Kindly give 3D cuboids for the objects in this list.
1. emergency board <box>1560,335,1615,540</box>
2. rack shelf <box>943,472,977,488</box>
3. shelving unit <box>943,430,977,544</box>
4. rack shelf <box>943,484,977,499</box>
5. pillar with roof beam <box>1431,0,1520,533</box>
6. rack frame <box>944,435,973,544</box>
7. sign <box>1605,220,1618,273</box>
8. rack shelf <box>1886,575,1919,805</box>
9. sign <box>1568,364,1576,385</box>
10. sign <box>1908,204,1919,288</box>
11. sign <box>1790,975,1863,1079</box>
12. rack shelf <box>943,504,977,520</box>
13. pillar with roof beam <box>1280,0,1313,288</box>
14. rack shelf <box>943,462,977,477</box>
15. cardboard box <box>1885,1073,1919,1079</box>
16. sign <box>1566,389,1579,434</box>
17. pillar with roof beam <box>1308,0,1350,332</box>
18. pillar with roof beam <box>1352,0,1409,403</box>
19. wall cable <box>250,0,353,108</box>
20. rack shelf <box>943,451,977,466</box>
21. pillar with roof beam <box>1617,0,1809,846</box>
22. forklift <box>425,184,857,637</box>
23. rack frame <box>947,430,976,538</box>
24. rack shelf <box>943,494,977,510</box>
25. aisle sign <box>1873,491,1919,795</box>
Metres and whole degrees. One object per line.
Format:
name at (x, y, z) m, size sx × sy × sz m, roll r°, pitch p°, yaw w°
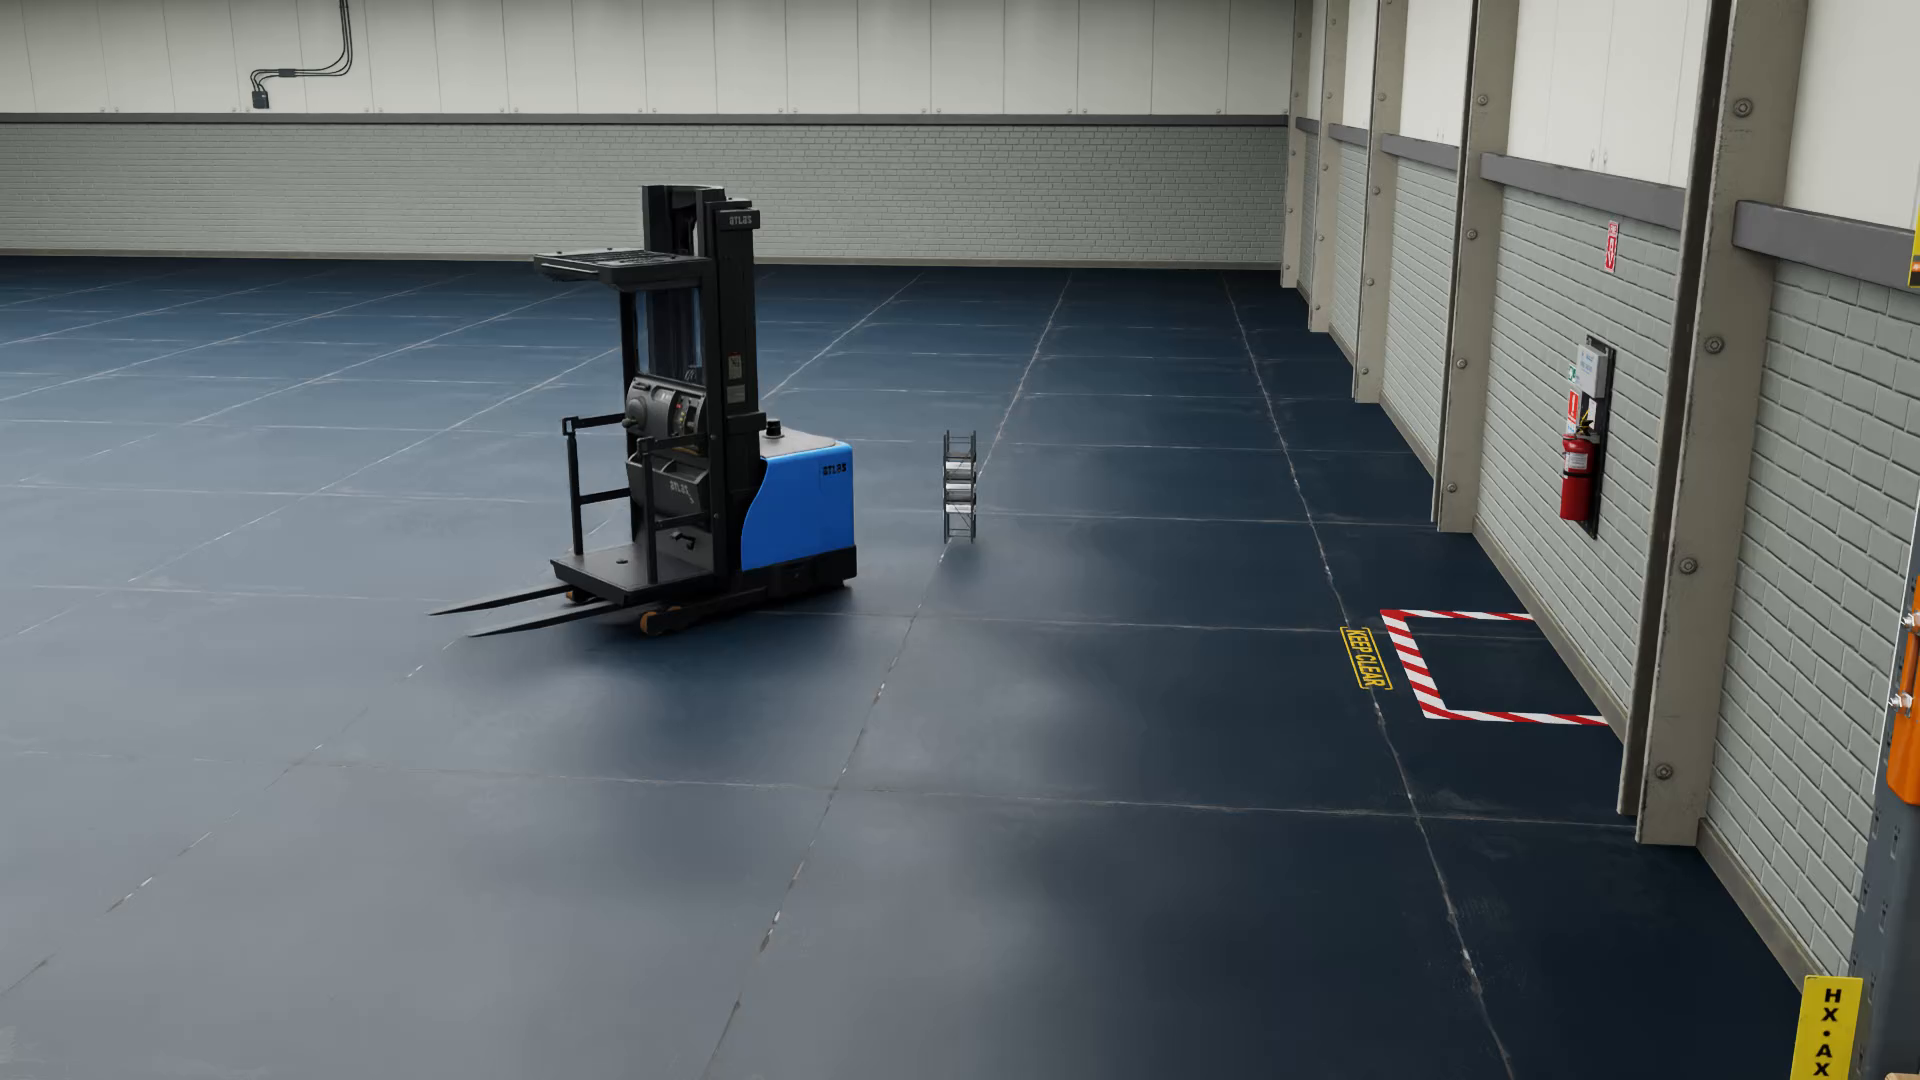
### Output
emergency board at (3.819, -0.647, 10.308) m, size 0.194 × 1.169 × 0.643 m, roll 2°, pitch 15°, yaw 6°
rack shelf at (-0.001, -0.487, 13.522) m, size 0.258 × 0.077 × 0.200 m, roll 2°, pitch 15°, yaw 6°
shelving unit at (-0.001, -0.432, 13.537) m, size 0.258 × 0.900 × 0.210 m, roll 2°, pitch 15°, yaw 6°
rack shelf at (-0.001, -0.400, 13.546) m, size 0.258 × 0.077 × 0.200 m, roll 2°, pitch 15°, yaw 6°
pillar with roof beam at (-0.098, -4.586, 13.382) m, size 9.100 × 9.000 × 0.400 m, roll 2°, pitch 15°, yaw 6°
rack frame at (-0.012, -0.406, 13.439) m, size 0.240 × 0.900 × 0.006 m, roll 2°, pitch 15°, yaw 6°
sign at (3.919, -1.765, 10.002) m, size 0.001 × 0.298 × 0.199 m, roll 2°, pitch 15°, yaw 6°
rack shelf at (1.819, 0.760, 0.736) m, size 1.077 × 0.370 × 4.000 m, roll 2°, pitch 15°, yaw 6°
sign at (3.974, -1.059, 10.750) m, size 0.001 × 0.109 × 0.331 m, roll 2°, pitch 15°, yaw 6°
sign at (1.505, -0.544, 2.506) m, size 0.100 × 0.325 × 0.005 m, roll 2°, pitch 15°, yaw 6°
sign at (1.505, 0.908, 2.898) m, size 0.100 × 0.325 × 0.005 m, roll 2°, pitch 15°, yaw 6°
rack shelf at (-0.001, -0.226, 13.592) m, size 0.258 × 0.077 × 0.200 m, roll 2°, pitch 15°, yaw 6°
pillar with roof beam at (1.933, -9.254, 30.647) m, size 9.100 × 9.000 × 0.400 m, roll 2°, pitch 15°, yaw 6°
rack shelf at (-0.001, -0.574, 13.499) m, size 0.258 × 0.077 × 0.200 m, roll 2°, pitch 15°, yaw 6°
cardboard box at (1.692, 1.158, 2.446) m, size 0.500 × 0.500 × 0.500 m, roll 2°, pitch 15°, yaw 6°
sign at (3.984, -0.804, 10.822) m, size 0.001 × 0.329 × 0.234 m, roll 2°, pitch 15°, yaw 6°
pillar with roof beam at (1.256, -7.698, 24.892) m, size 9.100 × 9.000 × 0.400 m, roll 2°, pitch 15°, yaw 6°
pillar with roof beam at (0.579, -6.142, 19.137) m, size 9.100 × 9.000 × 0.400 m, roll 2°, pitch 15°, yaw 6°
wall cable at (-14.011, -12.139, 34.798) m, size 2.305 × 6.003 × 0.169 m, roll 2°, pitch 15°, yaw 6°
rack shelf at (-0.001, -0.661, 13.475) m, size 0.258 × 0.077 × 0.200 m, roll 2°, pitch 15°, yaw 6°
pillar with roof beam at (-0.775, -3.030, 7.627) m, size 9.100 × 9.000 × 0.400 m, roll 2°, pitch 15°, yaw 6°
forklift at (-2.203, -0.917, 11.439) m, size 3.031 × 2.935 × 1.130 m, roll -13°, pitch 20°, yaw -40°
rack frame at (0.011, -0.459, 13.634) m, size 0.240 × 0.900 × 0.006 m, roll 2°, pitch 15°, yaw 6°
rack shelf at (-0.001, -0.313, 13.569) m, size 0.258 × 0.077 × 0.200 m, roll 2°, pitch 15°, yaw 6°
aisle sign at (1.755, 0.060, 2.715) m, size 0.394 × 0.787 × 0.004 m, roll 2°, pitch 15°, yaw 6°
